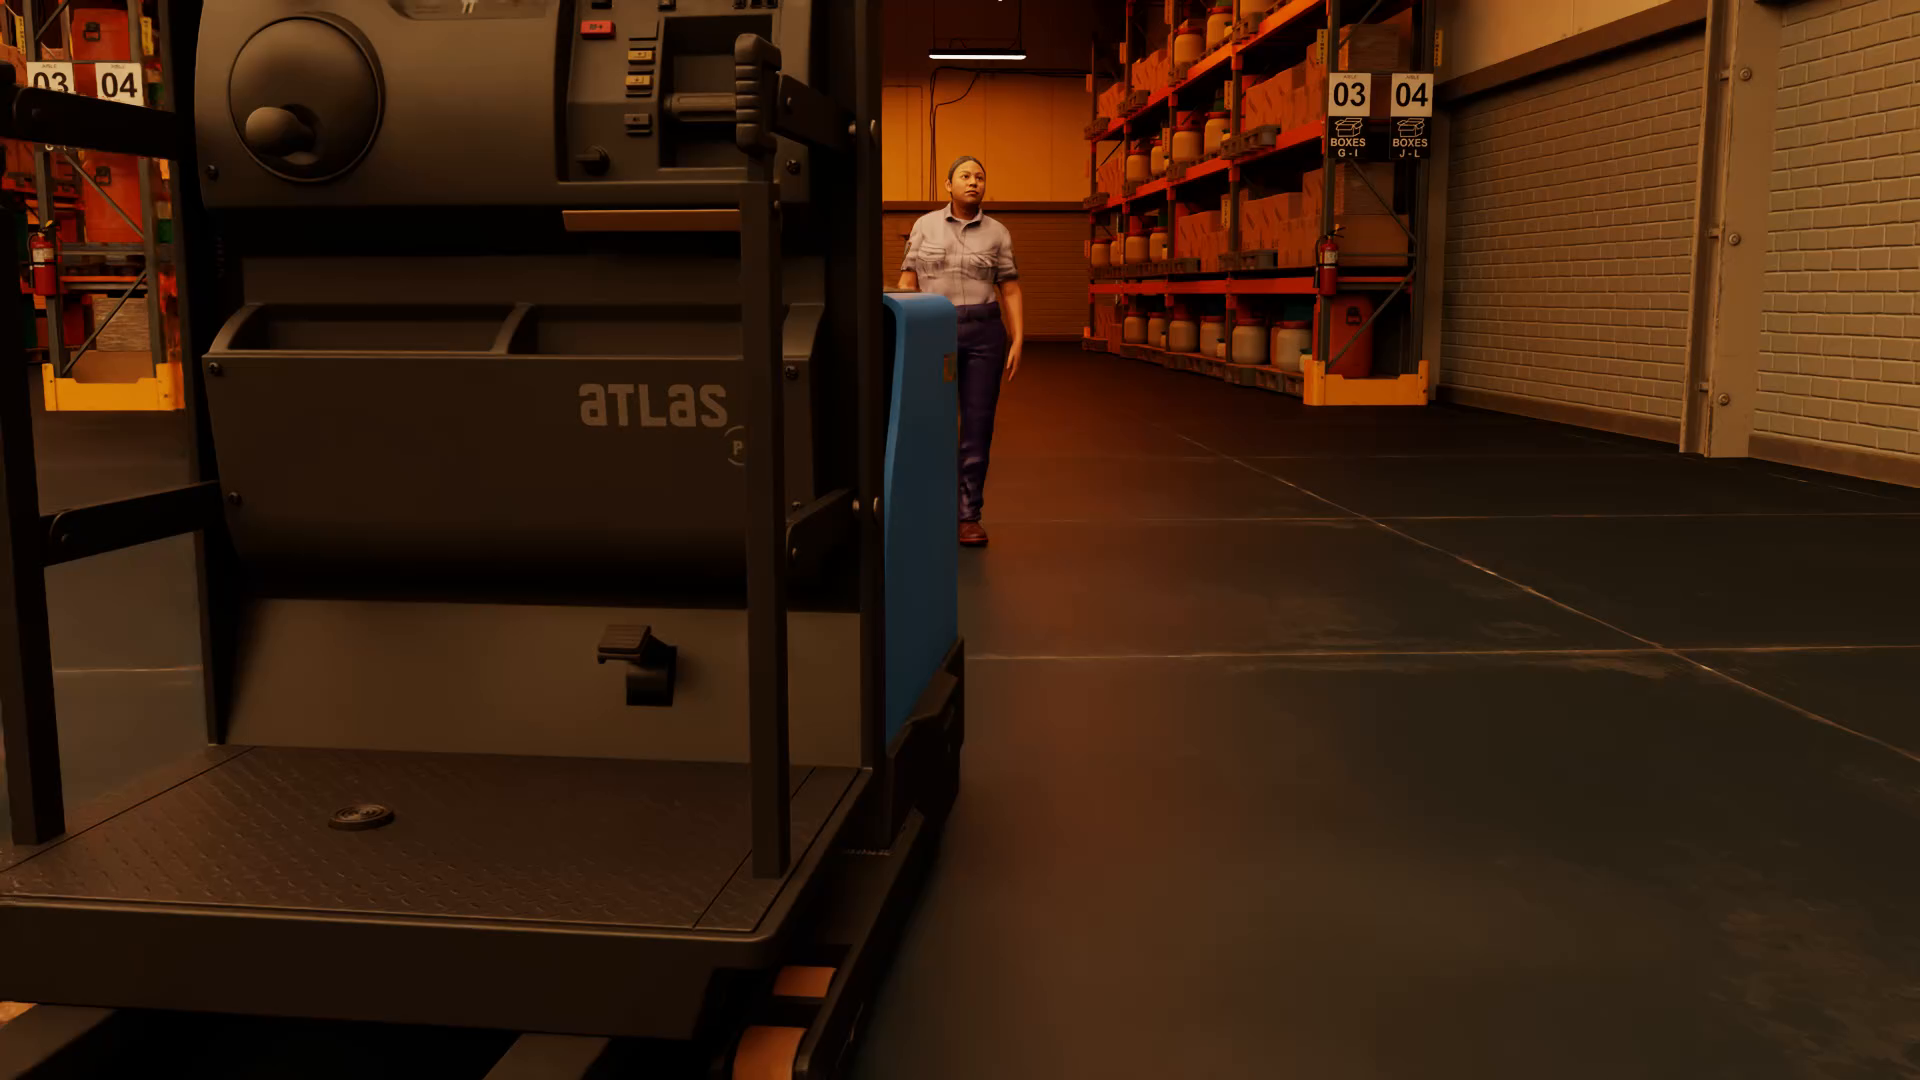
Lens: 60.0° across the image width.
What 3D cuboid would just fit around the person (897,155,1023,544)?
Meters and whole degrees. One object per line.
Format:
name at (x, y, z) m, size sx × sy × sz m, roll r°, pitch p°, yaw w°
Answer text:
person at (-0.018, -0.808, 7.097) m, size 0.598 × 1.651 × 0.502 m, roll -1°, pitch 8°, yaw -4°

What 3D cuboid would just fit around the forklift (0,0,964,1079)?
forklift at (-0.692, -0.728, 2.230) m, size 1.130 × 2.935 × 3.031 m, roll 1°, pitch 9°, yaw 7°
